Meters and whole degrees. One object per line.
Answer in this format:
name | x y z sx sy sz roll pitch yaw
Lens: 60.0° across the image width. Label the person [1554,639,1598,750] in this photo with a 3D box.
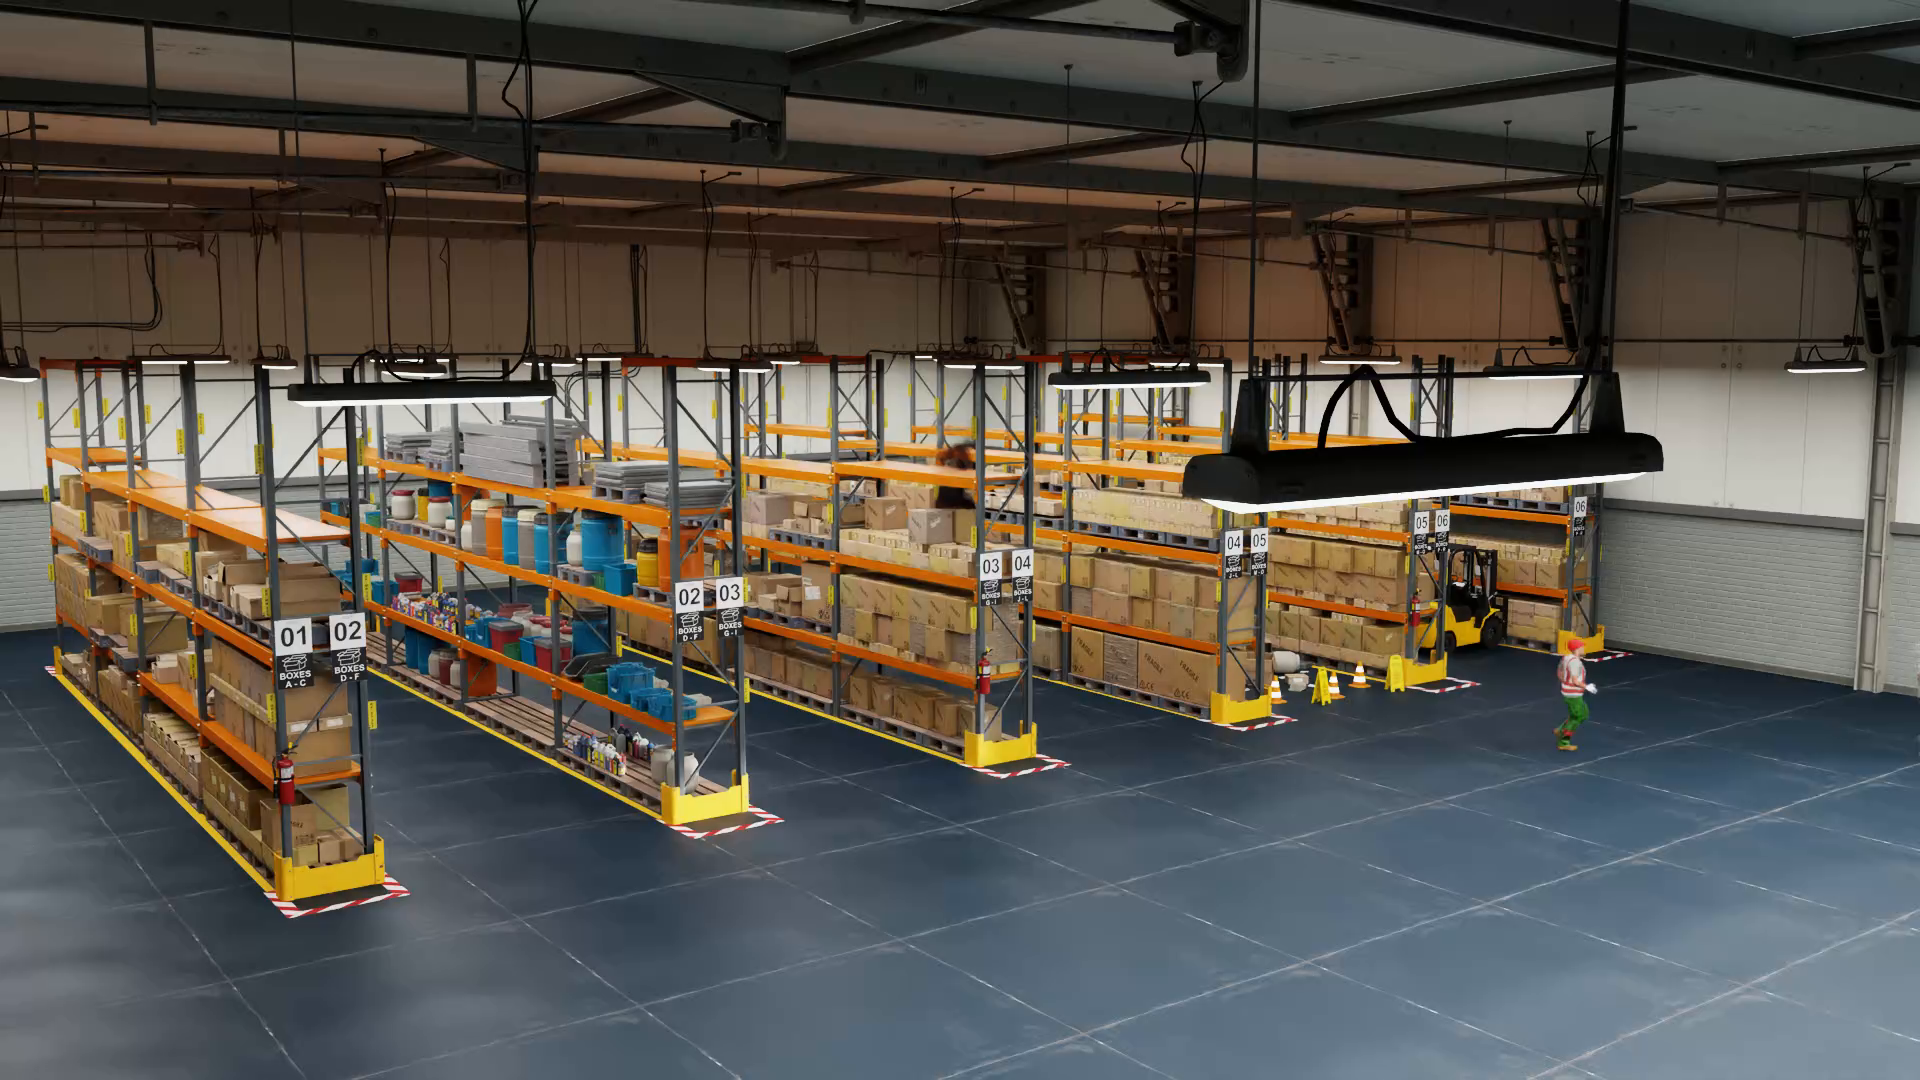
person | 9.495 2.383 25.628 0.580 1.746 0.669 1 7 12
